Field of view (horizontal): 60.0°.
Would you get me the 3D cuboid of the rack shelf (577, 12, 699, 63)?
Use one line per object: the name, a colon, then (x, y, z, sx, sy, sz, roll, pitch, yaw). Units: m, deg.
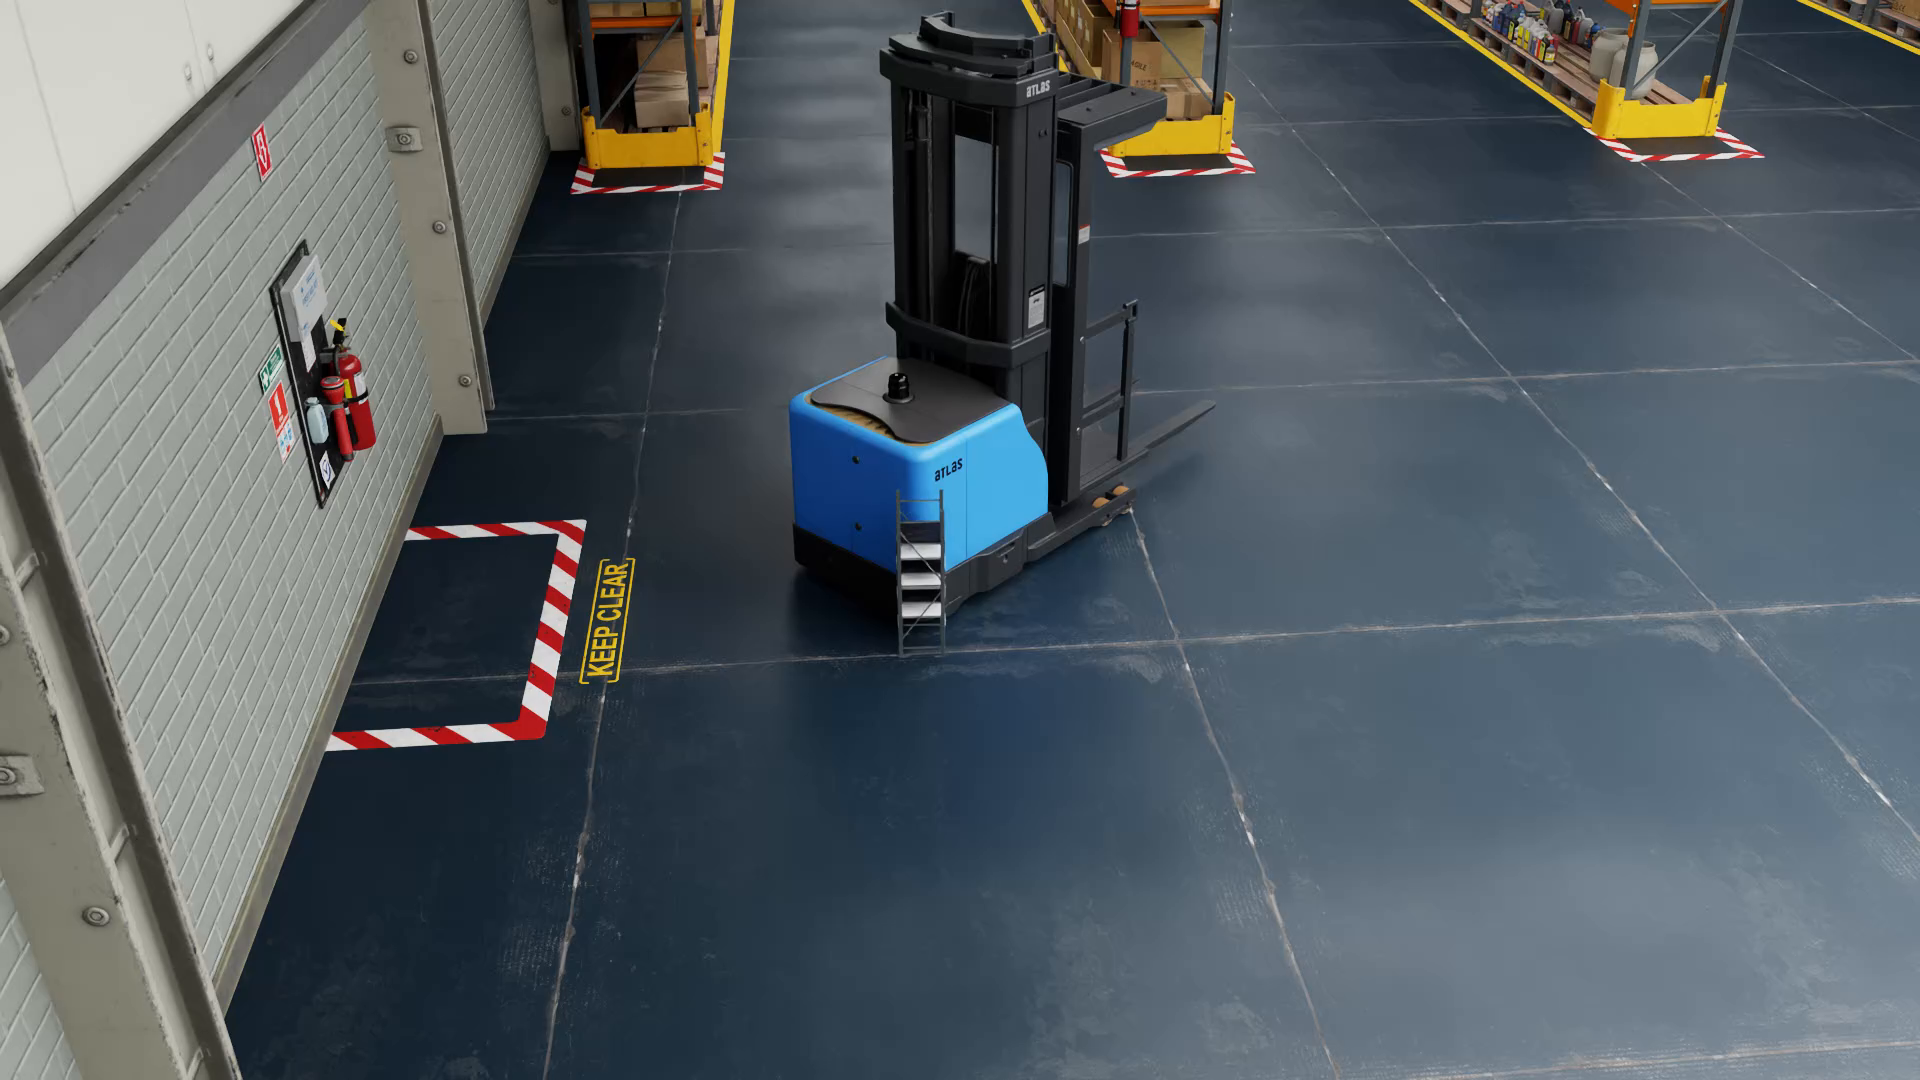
rack shelf: (-3.107, -5.545, 16.810, 1.077, 0.370, 4.000, -3, 31, -5)

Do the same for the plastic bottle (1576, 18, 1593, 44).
plastic bottle: (6.976, -5.708, 18.609, 0.152, 0.276, 0.135, -2, 31, -4)

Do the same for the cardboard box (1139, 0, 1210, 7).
cardboard box: (1.980, -5.354, 15.691, 0.700, 0.500, 0.500, -3, 31, -5)

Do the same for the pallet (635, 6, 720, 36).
pallet: (-3.368, -6.075, 19.715, 1.003, 0.211, 1.213, -3, 31, -5)

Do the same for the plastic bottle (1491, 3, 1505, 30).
plastic bottle: (6.220, -6.022, 19.134, 0.152, 0.276, 0.135, -2, 31, -3)

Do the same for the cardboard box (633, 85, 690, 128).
cardboard box: (-2.895, -4.225, 16.091, 0.500, 0.311, 0.500, -6, 31, -10)

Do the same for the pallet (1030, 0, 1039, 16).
pallet: (1.413, -6.916, 21.122, 1.003, 0.211, 1.213, -3, 31, -5)

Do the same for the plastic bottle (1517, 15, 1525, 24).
plastic bottle: (6.300, -5.766, 18.709, 0.097, 0.271, 0.097, 0, 31, 0)

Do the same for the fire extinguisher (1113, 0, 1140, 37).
fire extinguisher: (1.560, -4.956, 15.198, 0.296, 0.674, 0.183, -3, 31, -5)

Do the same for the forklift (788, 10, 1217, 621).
forklift: (0.416, -1.497, 9.398, 1.130, 2.935, 3.031, 25, 39, 35)

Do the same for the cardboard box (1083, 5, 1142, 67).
cardboard box: (1.557, -5.163, 17.010, 0.500, 0.500, 0.500, -3, 31, -5)

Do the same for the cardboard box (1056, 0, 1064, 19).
cardboard box: (1.369, -6.184, 18.719, 0.500, 0.500, 0.500, -3, 31, -5)

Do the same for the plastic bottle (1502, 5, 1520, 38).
plastic bottle: (6.249, -5.873, 18.812, 0.144, 0.351, 0.185, -4, 31, -7)

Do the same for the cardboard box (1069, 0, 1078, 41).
cardboard box: (1.463, -5.674, 17.864, 0.500, 0.500, 0.500, -3, 31, -5)

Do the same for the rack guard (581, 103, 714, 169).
rack guard: (-2.928, -3.799, 15.622, 1.175, 0.500, 0.348, -3, 31, -5)

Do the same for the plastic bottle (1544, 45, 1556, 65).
plastic bottle: (6.335, -5.212, 17.850, 0.097, 0.201, 0.097, 0, 31, 0)

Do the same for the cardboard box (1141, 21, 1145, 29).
cardboard box: (2.074, -5.188, 17.051, 0.500, 0.500, 0.500, -3, 31, -5)

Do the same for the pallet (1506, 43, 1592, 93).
pallet: (6.708, -5.183, 18.222, 1.003, 0.211, 1.213, -3, 31, -5)

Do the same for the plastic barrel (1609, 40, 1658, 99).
plastic barrel: (6.806, -4.752, 16.797, 0.421, 0.512, 0.421, 0, 31, 0)

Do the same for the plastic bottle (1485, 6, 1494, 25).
plastic bottle: (6.172, -6.102, 19.340, 0.097, 0.201, 0.097, 0, 31, 0)

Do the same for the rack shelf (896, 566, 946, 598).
rack shelf: (-0.202, 0.209, 8.581, 0.258, 0.077, 0.200, -1, 33, -2)

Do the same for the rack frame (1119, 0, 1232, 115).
rack frame: (2.011, -5.072, 15.317, 1.000, 3.000, 0.127, -3, 31, -5)

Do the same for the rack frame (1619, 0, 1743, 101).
rack frame: (6.943, -5.308, 15.711, 1.000, 3.000, 0.127, -3, 31, -5)

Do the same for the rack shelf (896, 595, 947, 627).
rack shelf: (-0.202, 0.360, 8.678, 0.258, 0.077, 0.200, -1, 33, -2)

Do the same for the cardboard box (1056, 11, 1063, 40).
cardboard box: (1.379, -5.863, 18.912, 0.500, 0.250, 0.500, -3, 31, -5)

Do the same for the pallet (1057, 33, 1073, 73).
pallet: (1.670, -5.509, 18.767, 1.003, 0.211, 1.213, -3, 31, -5)

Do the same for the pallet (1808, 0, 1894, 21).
pallet: (11.427, -6.787, 20.907, 1.003, 0.211, 1.213, -3, 31, -5)

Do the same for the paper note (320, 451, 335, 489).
paper note: (-3.146, -0.350, 8.270, 0.016, 0.148, 0.142, -3, 31, -5)

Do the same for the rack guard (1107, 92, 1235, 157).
rack guard: (2.013, -3.987, 15.937, 1.175, 0.500, 0.348, -3, 31, -5)

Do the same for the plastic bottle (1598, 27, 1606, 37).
plastic bottle: (7.043, -5.492, 18.251, 0.097, 0.271, 0.097, 0, 31, 0)

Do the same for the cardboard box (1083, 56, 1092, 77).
cardboard box: (1.560, -4.842, 17.202, 0.500, 0.250, 0.500, -3, 31, -5)

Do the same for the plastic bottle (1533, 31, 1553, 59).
plastic bottle: (6.339, -5.374, 18.049, 0.152, 0.276, 0.135, -3, 31, -4)

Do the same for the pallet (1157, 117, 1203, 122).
pallet: (1.898, -4.263, 16.682, 1.003, 0.211, 1.213, -3, 31, -5)

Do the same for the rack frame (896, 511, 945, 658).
rack frame: (-0.198, 0.236, 8.477, 0.240, 0.900, 0.006, -1, 33, -2)

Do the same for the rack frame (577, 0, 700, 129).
rack frame: (-2.920, -4.833, 14.916, 1.000, 3.000, 0.127, -3, 31, -5)

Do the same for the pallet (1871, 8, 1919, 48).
pallet: (11.599, -6.049, 19.671, 1.003, 0.211, 1.213, -3, 31, -5)

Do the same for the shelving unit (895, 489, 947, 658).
shelving unit: (-0.202, 0.181, 8.562, 0.258, 0.900, 0.210, -1, 33, -2)

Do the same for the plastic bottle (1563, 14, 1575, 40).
plastic bottle: (6.865, -5.777, 18.716, 0.061, 0.283, 0.133, -3, 31, -5)

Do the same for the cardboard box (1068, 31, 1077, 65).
cardboard box: (1.462, -5.352, 18.057, 0.500, 0.250, 0.500, -3, 31, -5)

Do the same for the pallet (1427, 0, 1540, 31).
pallet: (6.458, -6.552, 20.513, 1.003, 0.211, 1.213, -3, 31, -5)

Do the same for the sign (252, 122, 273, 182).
sign: (-3.192, -1.808, 7.592, 0.001, 0.298, 0.199, -3, 31, -5)

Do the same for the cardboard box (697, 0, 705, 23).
cardboard box: (-3.379, -6.366, 19.491, 0.700, 0.500, 0.500, -2, 31, -3)

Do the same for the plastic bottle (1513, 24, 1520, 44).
plastic bottle: (6.253, -5.663, 18.606, 0.097, 0.201, 0.097, 0, 31, 0)

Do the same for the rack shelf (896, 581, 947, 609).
rack shelf: (-0.202, 0.285, 8.629, 0.258, 0.077, 0.200, -1, 33, -2)

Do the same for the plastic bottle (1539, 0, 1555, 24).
plastic bottle: (6.773, -6.080, 19.157, 0.144, 0.351, 0.185, -3, 31, -5)

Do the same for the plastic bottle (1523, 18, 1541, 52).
plastic bottle: (6.307, -5.561, 18.289, 0.144, 0.351, 0.185, -2, 31, -3)

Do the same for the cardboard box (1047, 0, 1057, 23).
cardboard box: (1.310, -6.312, 19.664, 0.500, 0.250, 0.500, -3, 31, -5)

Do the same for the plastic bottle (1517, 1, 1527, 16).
plastic bottle: (6.375, -5.976, 18.984, 0.144, 0.351, 0.185, -3, 31, -5)

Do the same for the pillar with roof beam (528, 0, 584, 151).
pillar with roof beam: (0.439, -7.931, 14.252, 9.100, 9.000, 0.400, -3, 31, -5)

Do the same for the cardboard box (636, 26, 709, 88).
cardboard box: (-2.968, -4.974, 17.161, 0.700, 0.500, 0.500, -5, 31, -8)

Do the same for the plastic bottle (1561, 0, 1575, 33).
plastic bottle: (6.935, -5.988, 19.005, 0.144, 0.351, 0.185, -4, 31, -7)

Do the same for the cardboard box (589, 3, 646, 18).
cardboard box: (-3.157, -5.006, 15.333, 0.500, 0.250, 0.500, -2, 31, -4)

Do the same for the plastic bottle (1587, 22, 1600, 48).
plastic bottle: (7.024, -5.595, 18.424, 0.097, 0.271, 0.097, 0, 31, 0)
